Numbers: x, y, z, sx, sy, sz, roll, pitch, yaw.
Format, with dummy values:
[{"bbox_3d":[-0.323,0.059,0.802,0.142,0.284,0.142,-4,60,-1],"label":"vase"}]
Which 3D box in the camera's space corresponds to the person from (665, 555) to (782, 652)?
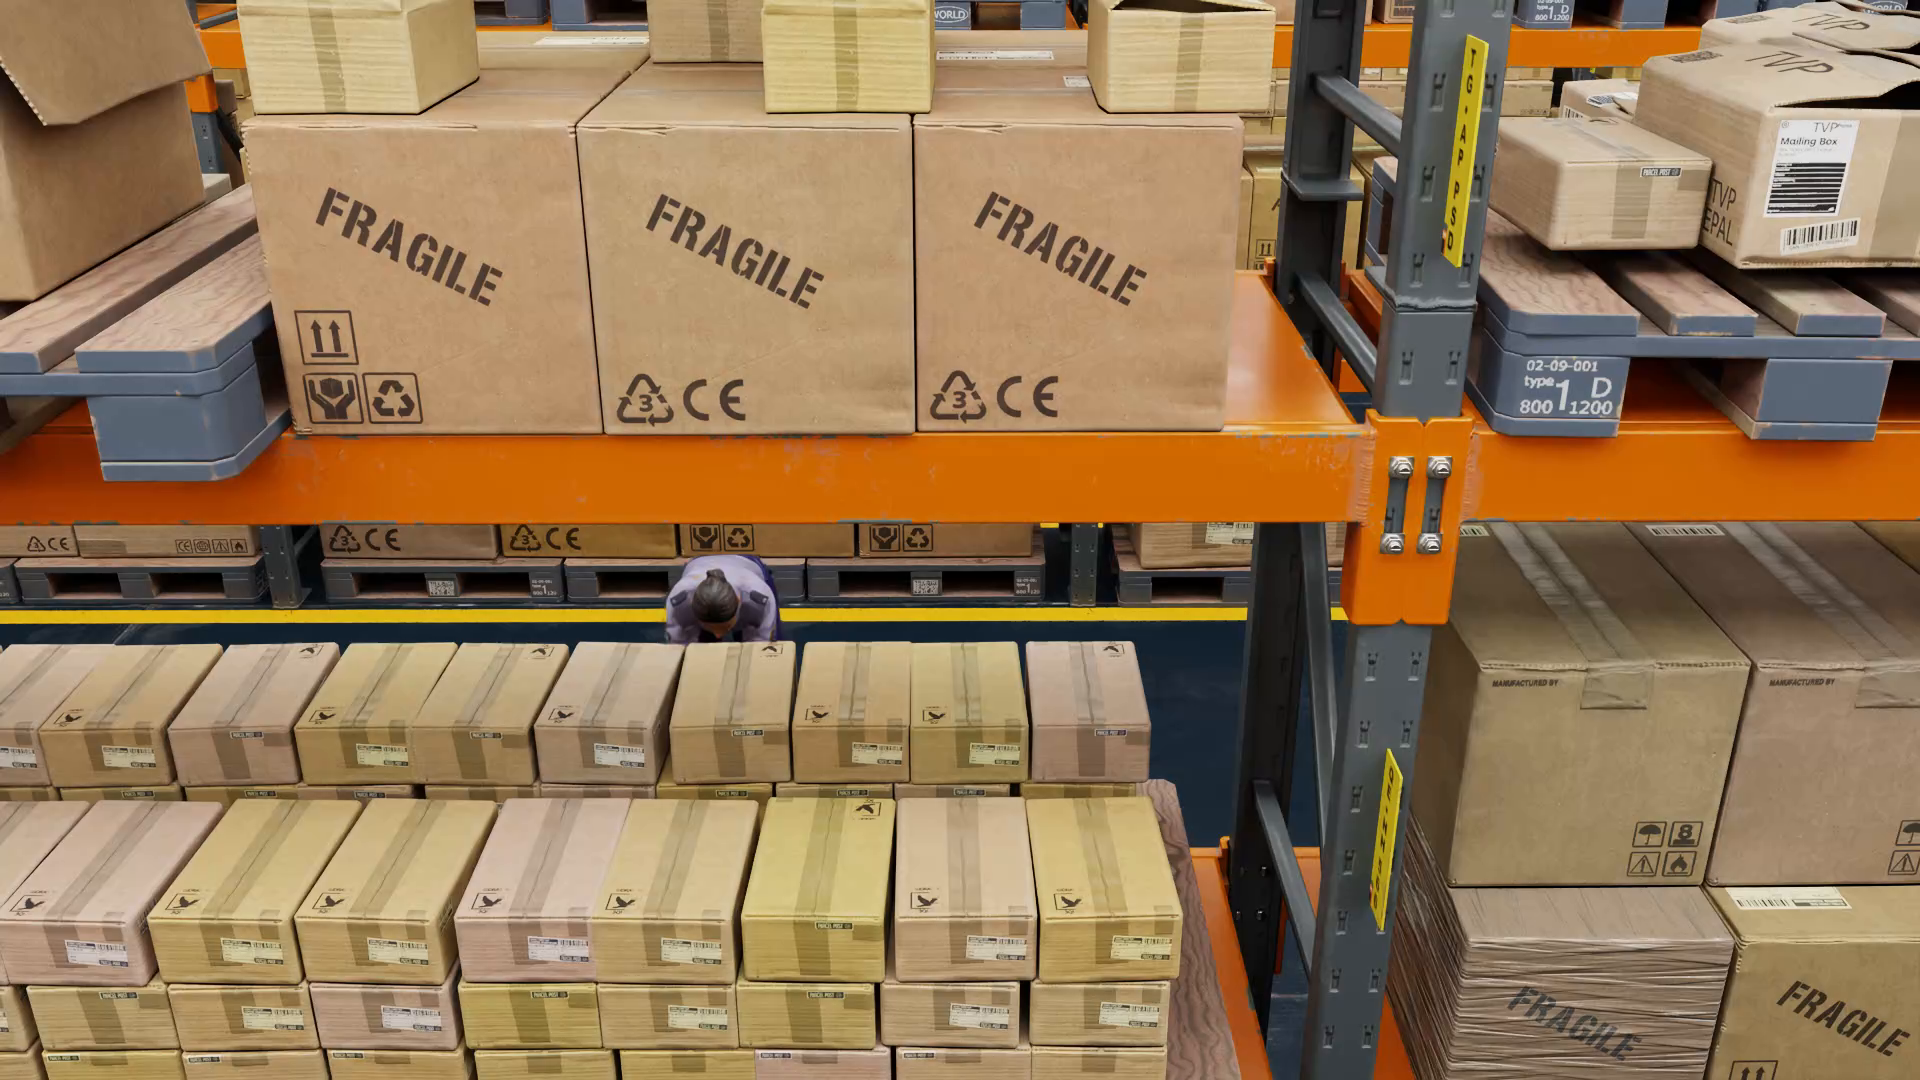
[{"bbox_3d":[-0.926,0.537,6.521,0.476,1.168,0.867,-1,24,-3],"label":"person"}]
